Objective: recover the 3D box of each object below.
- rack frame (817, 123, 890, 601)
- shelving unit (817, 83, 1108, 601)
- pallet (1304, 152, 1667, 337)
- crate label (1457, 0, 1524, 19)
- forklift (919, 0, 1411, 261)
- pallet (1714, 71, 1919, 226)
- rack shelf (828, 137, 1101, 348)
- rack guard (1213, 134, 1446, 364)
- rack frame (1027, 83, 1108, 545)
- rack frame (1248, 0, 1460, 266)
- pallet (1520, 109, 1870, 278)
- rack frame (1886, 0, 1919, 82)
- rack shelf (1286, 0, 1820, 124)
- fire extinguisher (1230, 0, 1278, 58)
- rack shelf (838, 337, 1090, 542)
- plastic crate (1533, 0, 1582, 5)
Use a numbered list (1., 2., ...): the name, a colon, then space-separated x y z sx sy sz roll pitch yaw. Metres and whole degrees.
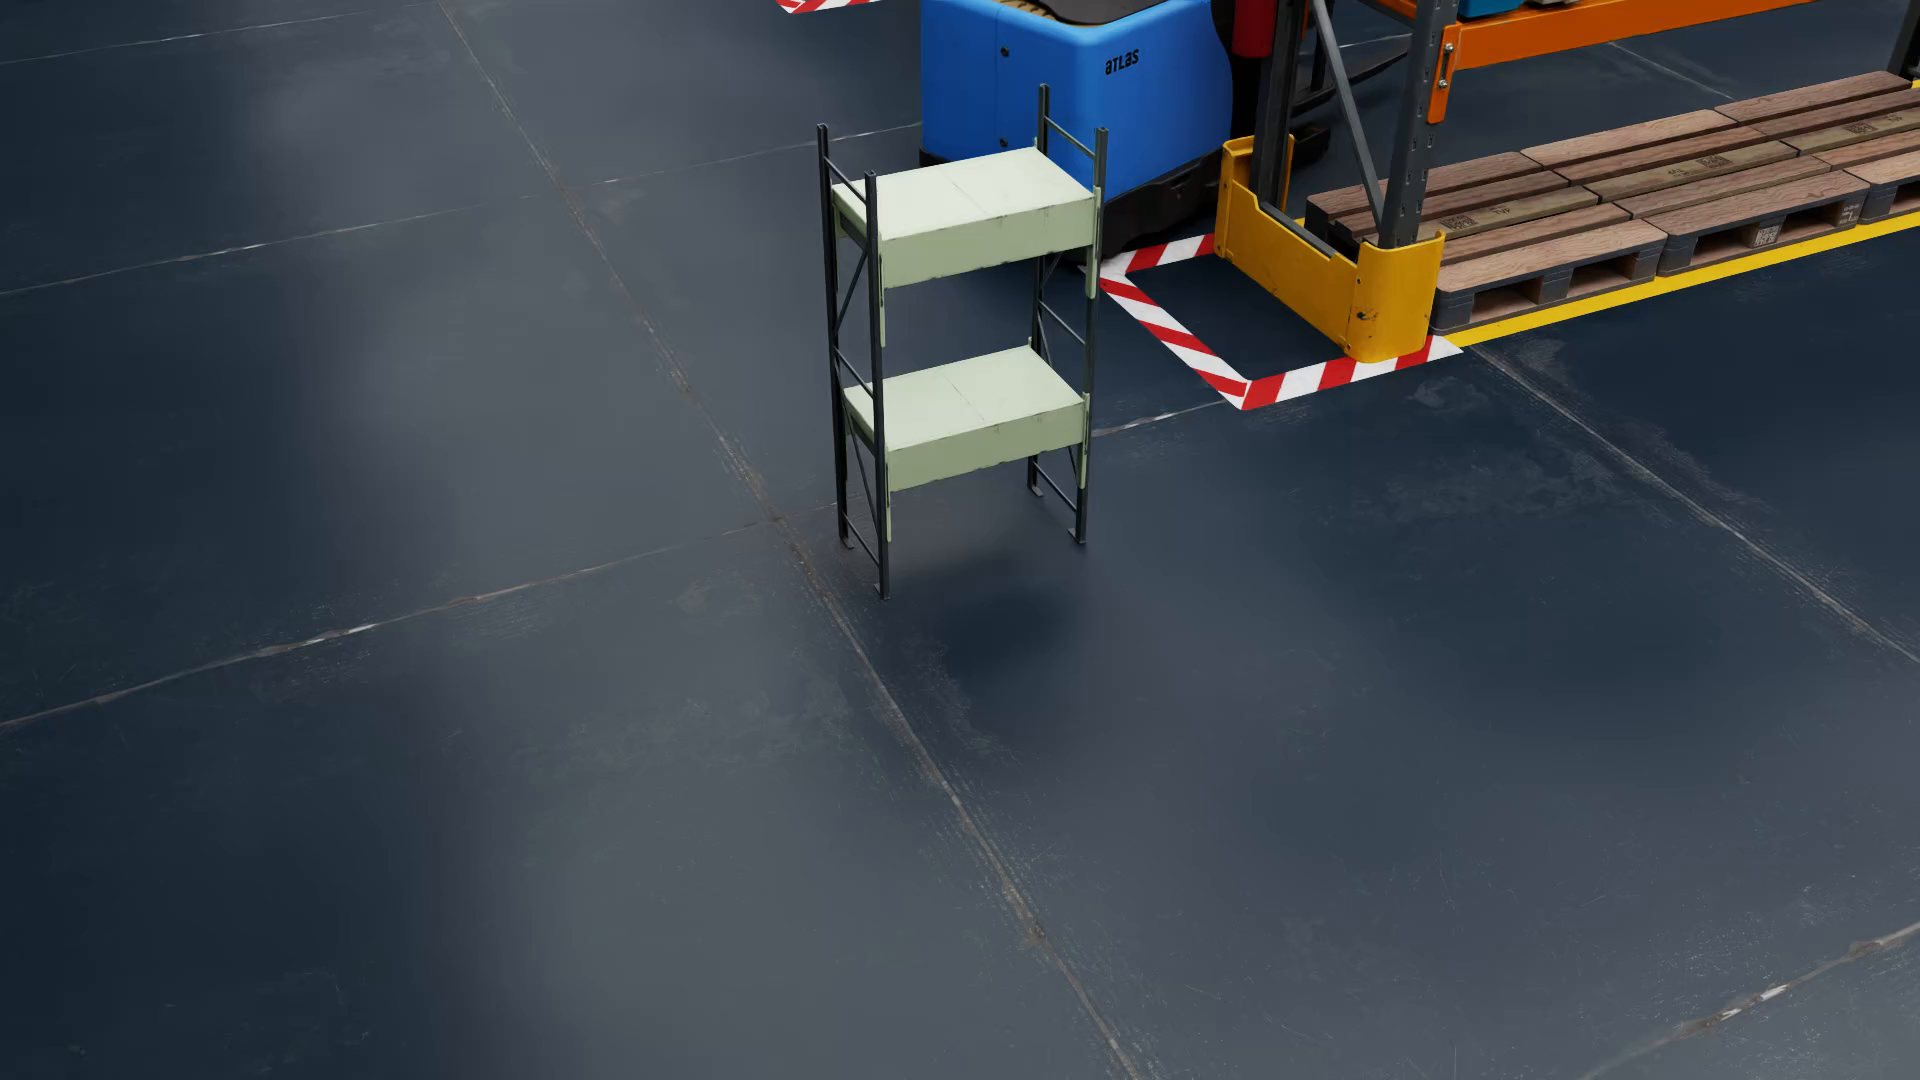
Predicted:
1. rack frame: -0.325 -0.511 5.181 0.023 1.500 0.400 -16 39 -20
2. shelving unit: 0.006 -0.604 5.305 0.755 1.500 0.431 -16 39 -20
3. pallet: 2.304 -1.343 7.383 1.213 0.211 1.003 -16 39 -20
4. crate label: 1.904 -2.117 6.176 0.303 0.233 0.416 -16 39 -20
5. forklift: 1.199 -3.176 7.571 1.130 2.935 3.031 30 46 34
6. pallet: 4.513 -1.961 8.216 1.213 0.211 1.003 -16 39 -20
7. rack shelf: 0.006 -0.918 5.073 0.720 0.370 0.431 -16 39 -20
8. rack guard: 1.525 -1.258 7.027 0.348 0.500 1.175 -16 39 -20
9. rack frame: 0.337 -0.697 5.430 0.023 1.500 0.400 -16 39 -20
10. rack frame: 1.541 -2.275 6.300 0.127 3.000 1.000 -16 39 -20
11. pallet: 3.407 -1.649 7.797 1.213 0.211 1.003 -16 39 -20
12. rack frame: 5.162 -3.288 7.665 0.127 3.000 1.000 -16 39 -20
13. rack shelf: 3.352 -2.492 7.196 4.000 0.370 1.077 -16 39 -20
14. fire extinguisher: 1.211 -2.301 6.713 0.183 0.674 0.296 -16 39 -20
15. rack shelf: 0.006 -0.342 5.500 0.720 0.370 0.431 -16 39 -20
16. plastic crate: 2.230 -2.115 6.254 0.298 0.136 0.250 -16 39 -20
